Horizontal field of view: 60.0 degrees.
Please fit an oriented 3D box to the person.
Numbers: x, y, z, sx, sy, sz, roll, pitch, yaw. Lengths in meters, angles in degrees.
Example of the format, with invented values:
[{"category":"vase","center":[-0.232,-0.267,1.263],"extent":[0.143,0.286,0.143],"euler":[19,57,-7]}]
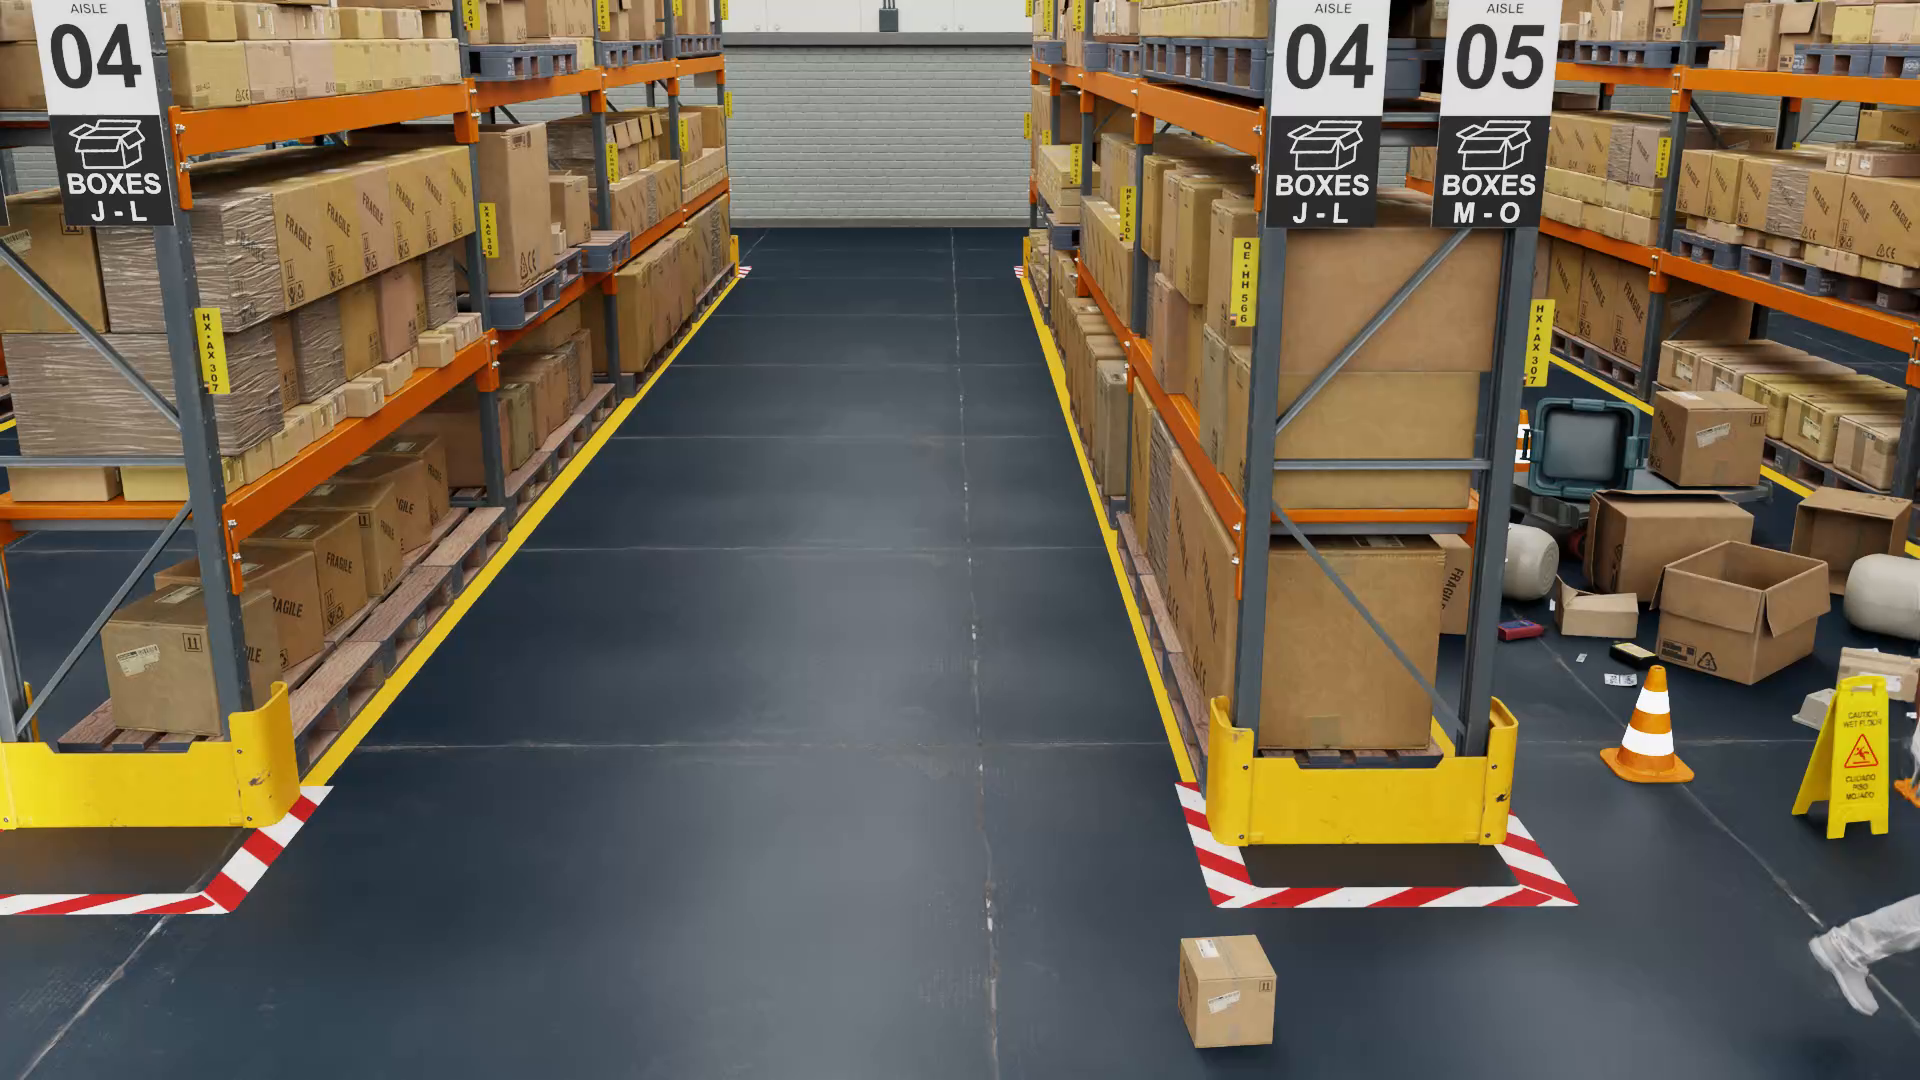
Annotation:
[{"category":"person","center":[3.114,0.713,5.144],"extent":[0.795,1.765,0.548],"euler":[3,17,10]}]
